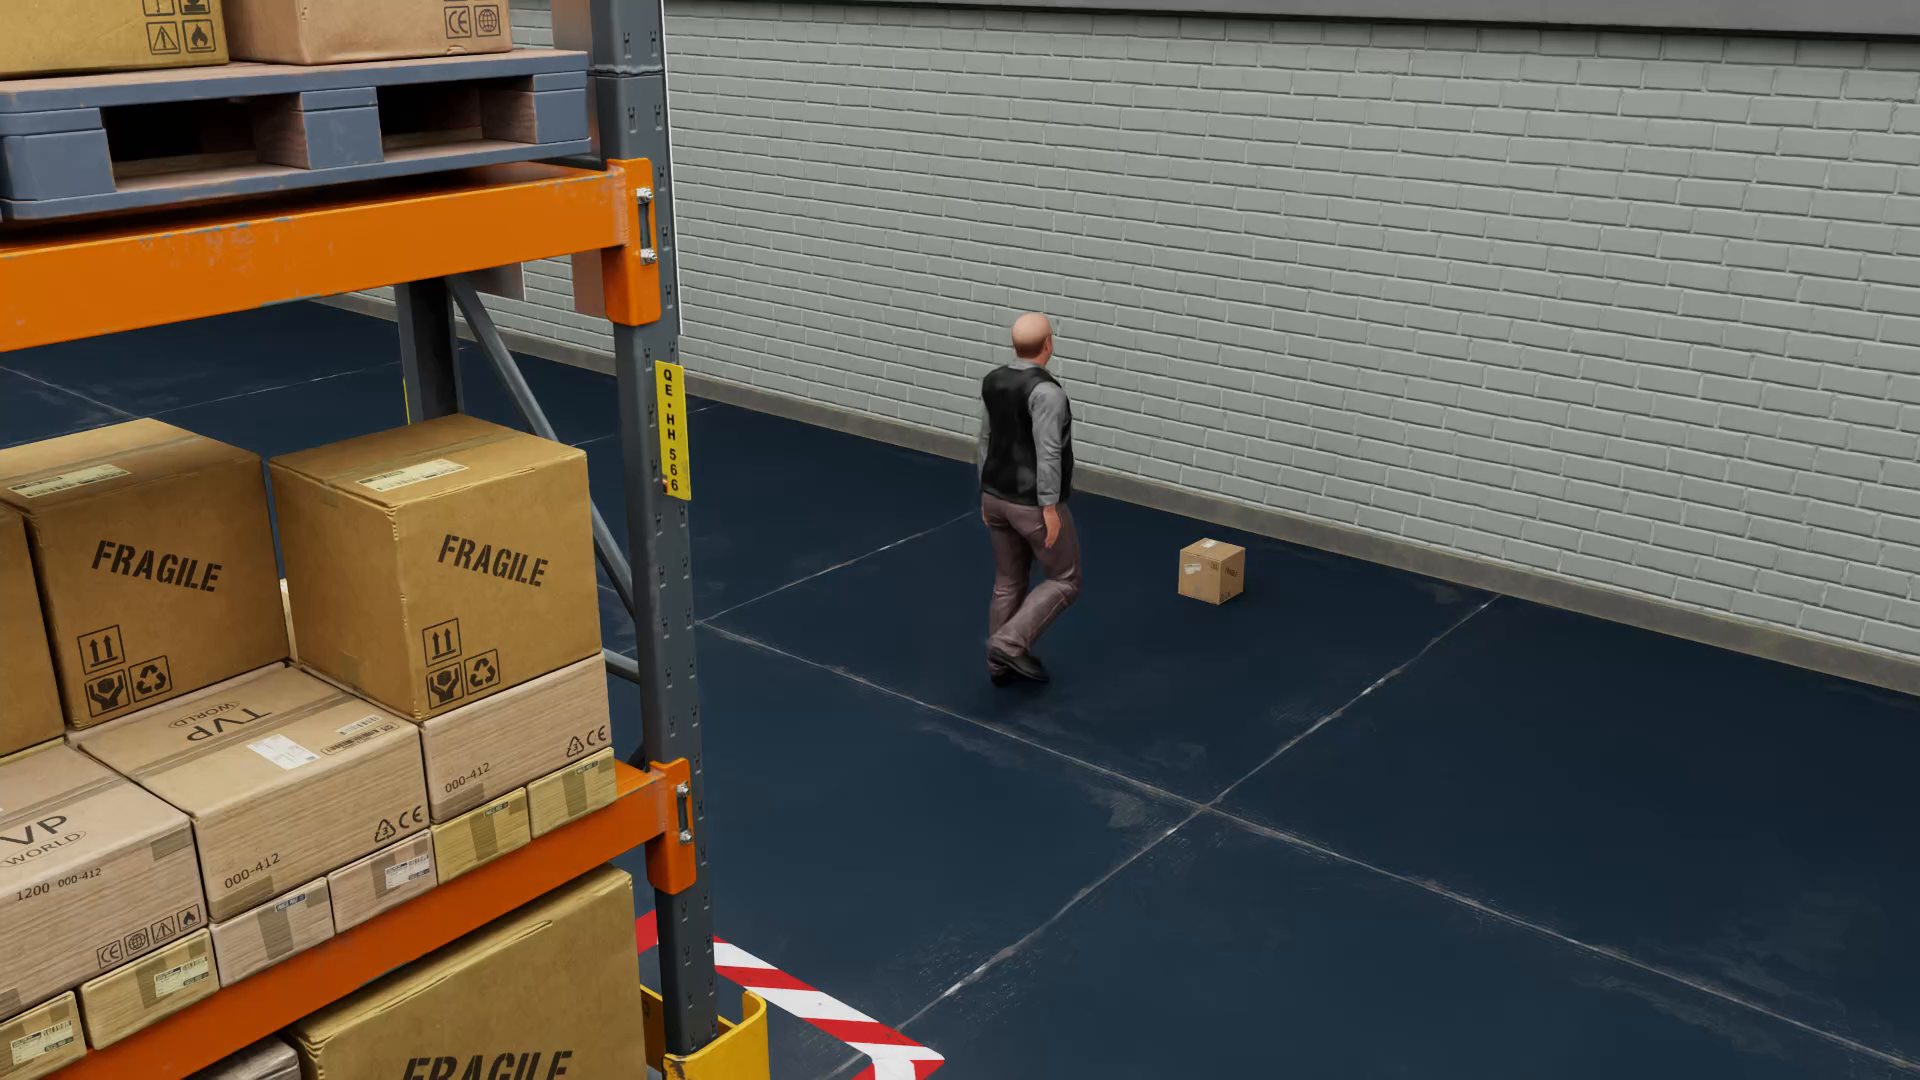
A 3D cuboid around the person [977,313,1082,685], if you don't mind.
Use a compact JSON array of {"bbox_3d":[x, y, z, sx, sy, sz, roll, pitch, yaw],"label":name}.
[{"bbox_3d":[0.257,-0.157,7.518,0.490,1.714,0.583,-15,25,-36],"label":"person"}]
